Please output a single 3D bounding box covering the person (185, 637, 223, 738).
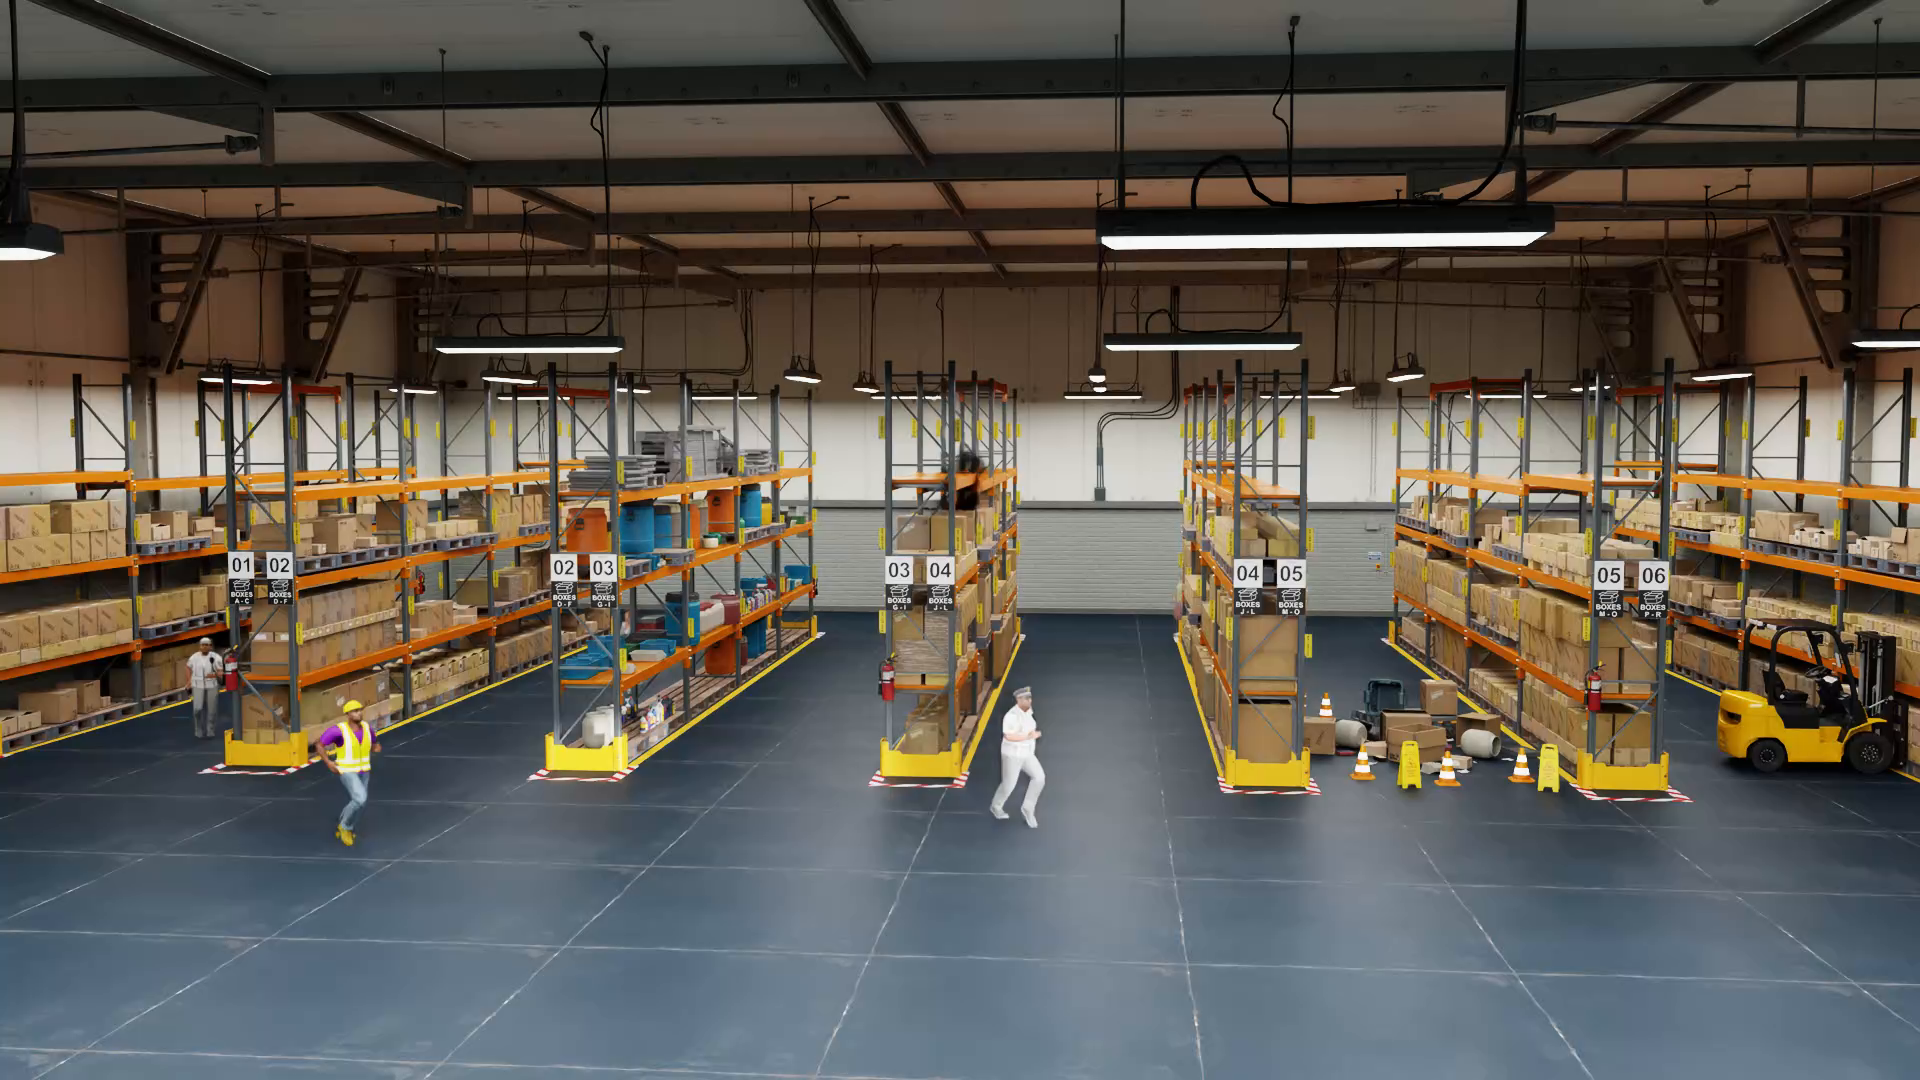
[{"bbox_3d":[-12.242,2.402,26.959,0.579,1.638,0.626,-2,4,-23],"label":"person"}]

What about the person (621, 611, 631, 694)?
[{"bbox_3d":[-6.312,2.137,31.935,0.559,1.572,0.695,1,4,11],"label":"person"}]

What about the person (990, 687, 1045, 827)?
[{"bbox_3d":[0.730,2.743,21.121,0.864,1.819,0.688,3,5,40],"label":"person"}]

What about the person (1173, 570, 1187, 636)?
[{"bbox_3d":[5.499,1.526,40.612,0.614,1.625,0.573,-2,4,-25],"label":"person"}]

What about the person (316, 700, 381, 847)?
[{"bbox_3d":[-7.330,2.809,20.114,0.689,1.752,0.689,2,4,30],"label":"person"}]
